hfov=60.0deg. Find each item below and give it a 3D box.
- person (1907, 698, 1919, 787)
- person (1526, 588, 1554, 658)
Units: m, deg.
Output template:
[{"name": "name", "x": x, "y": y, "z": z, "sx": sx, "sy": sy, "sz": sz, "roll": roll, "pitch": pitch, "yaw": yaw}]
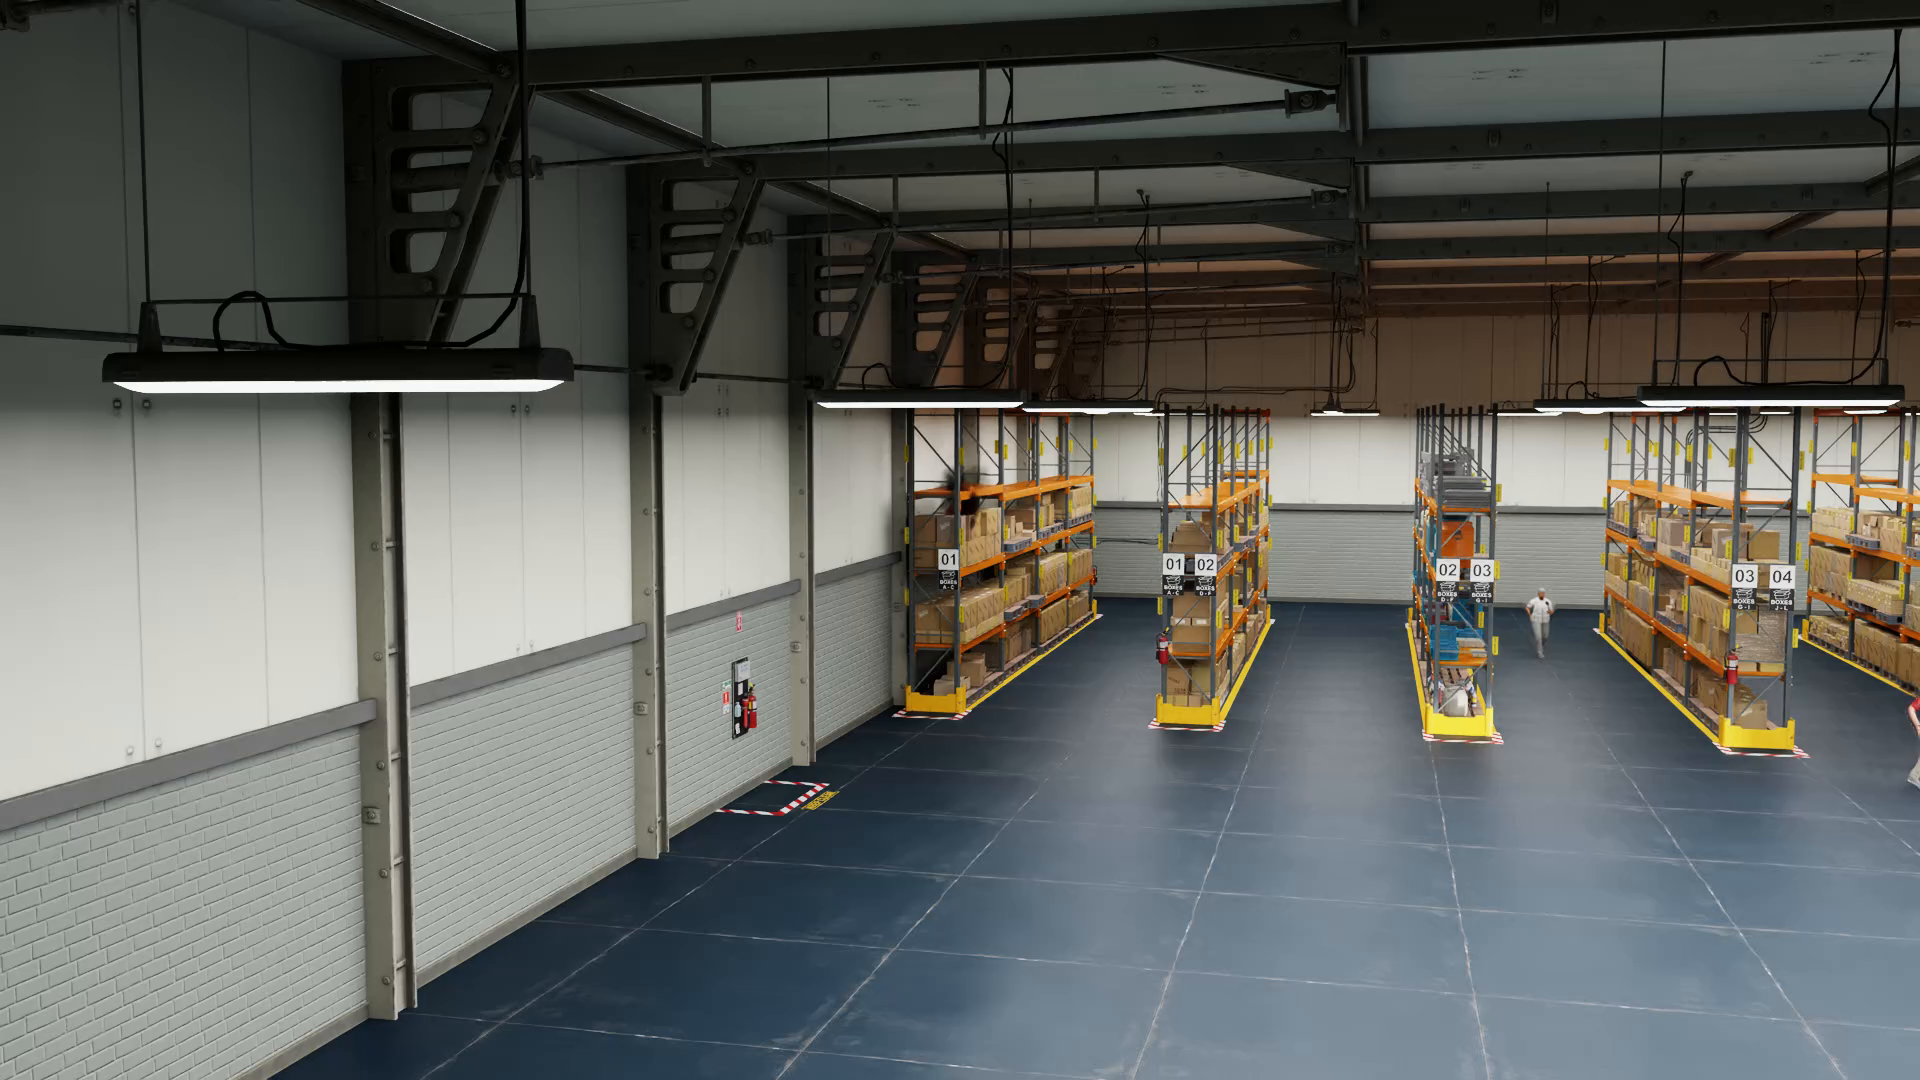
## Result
[{"name": "person", "x": 14.924, "y": 3.033, "z": 25.446, "sx": 0.633, "sy": 1.797, "sz": 0.773, "roll": -3, "pitch": 5, "yaw": -37}, {"name": "person", "x": 13.964, "y": 1.976, "z": 39.984, "sx": 0.614, "sy": 1.643, "sz": 0.899, "roll": 0, "pitch": 4, "yaw": 3}]
